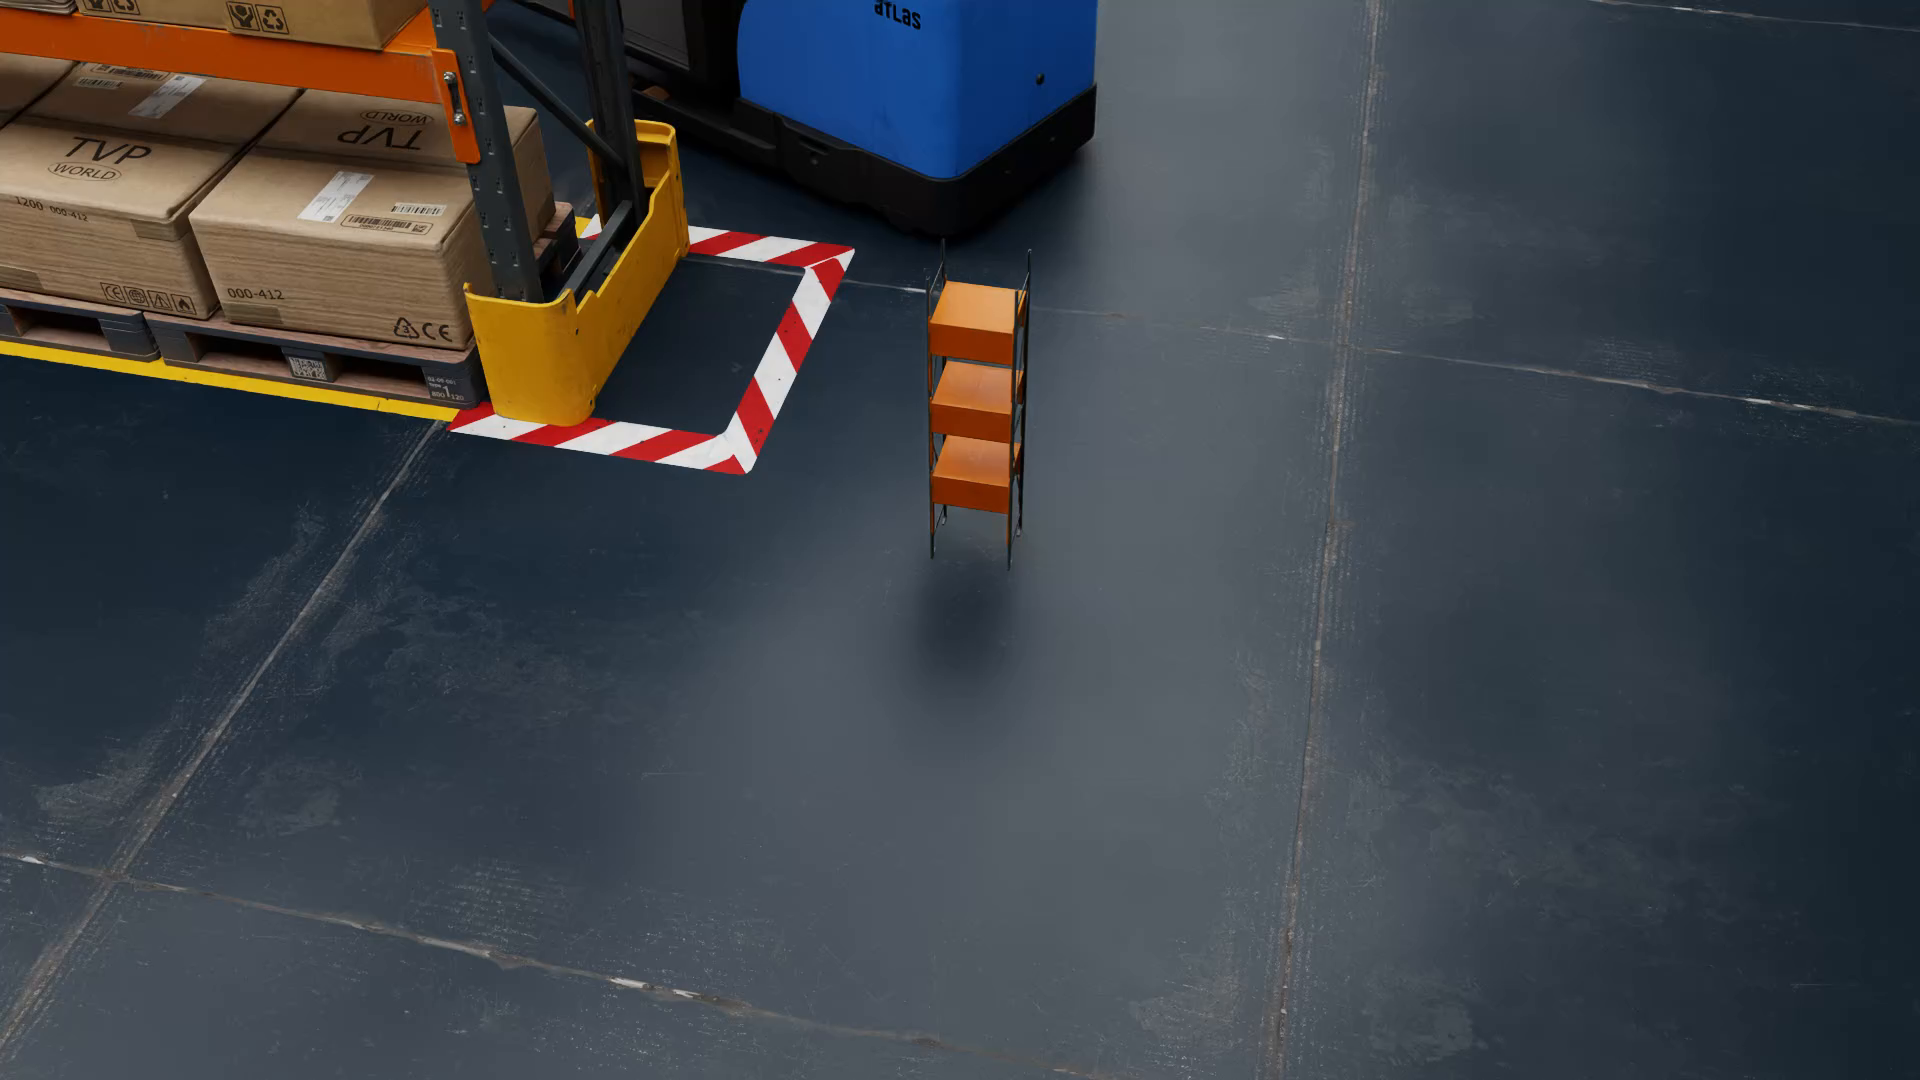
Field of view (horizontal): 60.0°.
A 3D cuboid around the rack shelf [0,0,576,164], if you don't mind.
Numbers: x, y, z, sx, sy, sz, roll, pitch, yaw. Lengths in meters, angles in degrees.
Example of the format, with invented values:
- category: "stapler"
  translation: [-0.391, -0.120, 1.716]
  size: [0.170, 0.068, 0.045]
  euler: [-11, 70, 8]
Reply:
- category: "rack shelf"
  translation: [-3.299, -1.925, 5.605]
  size: [4.000, 0.370, 1.077]
  euler: [9, 45, 9]

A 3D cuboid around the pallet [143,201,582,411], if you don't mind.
- category: "pallet"
  translation: [-2.145, -0.944, 6.079]
  size: [1.213, 0.211, 1.003]
  euler: [9, 45, 9]

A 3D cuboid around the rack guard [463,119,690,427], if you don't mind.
- category: "rack guard"
  translation: [-1.324, -0.977, 5.904]
  size: [0.348, 0.500, 1.175]
  euler: [9, 45, 9]

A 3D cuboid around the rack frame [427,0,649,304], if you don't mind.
- category: "rack frame"
  translation: [-1.348, -1.881, 5.041]
  size: [0.127, 3.000, 1.000]
  euler: [9, 45, 9]

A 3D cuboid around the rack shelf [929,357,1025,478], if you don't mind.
- category: "rack shelf"
  translation: [0.052, -0.363, 4.885]
  size: [0.240, 0.259, 0.215]
  euler: [9, 45, 9]

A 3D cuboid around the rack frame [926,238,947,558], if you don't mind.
- category: "rack frame"
  translation: [-0.067, -0.389, 4.897]
  size: [0.008, 1.050, 0.200]
  euler: [9, 45, 9]

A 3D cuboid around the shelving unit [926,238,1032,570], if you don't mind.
- category: "shelving unit"
  translation: [0.052, -0.370, 4.877]
  size: [0.252, 1.050, 0.215]
  euler: [9, 45, 9]

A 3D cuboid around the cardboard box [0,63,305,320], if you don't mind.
- category: "cardboard box"
  translation: [-2.908, -1.274, 5.956]
  size: [0.875, 0.438, 0.875]
  euler: [10, 45, 10]

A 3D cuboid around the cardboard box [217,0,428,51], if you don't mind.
- category: "cardboard box"
  translation: [-1.876, -1.811, 4.896]
  size: [0.500, 0.500, 0.500]
  euler: [9, 45, 9]

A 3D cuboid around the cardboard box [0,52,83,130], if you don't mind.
- category: "cardboard box"
  translation: [-3.788, -1.412, 6.099]
  size: [0.875, 0.438, 0.875]
  euler: [8, 44, 8]

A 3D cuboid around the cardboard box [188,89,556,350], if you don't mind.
- category: "cardboard box"
  translation: [-2.014, -1.142, 5.818]
  size: [0.875, 0.438, 0.875]
  euler: [7, 44, 8]

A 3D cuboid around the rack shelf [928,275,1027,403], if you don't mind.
- category: "rack shelf"
  translation: [0.052, -0.567, 4.688]
  size: [0.240, 0.259, 0.215]
  euler: [9, 45, 9]

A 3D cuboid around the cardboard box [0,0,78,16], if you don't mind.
- category: "cardboard box"
  translation: [-2.867, -1.968, 5.060]
  size: [0.500, 0.500, 0.500]
  euler: [10, 45, 10]

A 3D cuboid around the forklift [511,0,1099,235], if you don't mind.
- category: "forklift"
  translation: [-0.916, -3.071, 6.327]
  size: [3.031, 2.935, 1.130]
  euler: [28, 51, 26]

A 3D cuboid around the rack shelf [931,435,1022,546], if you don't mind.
- category: "rack shelf"
  translation: [0.052, -0.162, 5.078]
  size: [0.240, 0.259, 0.215]
  euler: [9, 45, 9]

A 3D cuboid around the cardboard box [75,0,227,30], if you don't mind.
- category: "cardboard box"
  translation: [-2.363, -1.897, 4.986]
  size: [0.500, 0.500, 0.500]
  euler: [8, 44, 8]

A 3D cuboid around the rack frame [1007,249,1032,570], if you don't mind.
- category: "rack frame"
  translation: [0.171, -0.352, 4.858]
  size: [0.008, 1.050, 0.200]
  euler: [9, 45, 9]

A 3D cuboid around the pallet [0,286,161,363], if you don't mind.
- category: "pallet"
  translation: [-3.332, -1.131, 6.273]
  size: [1.213, 0.211, 1.003]
  euler: [9, 45, 9]
